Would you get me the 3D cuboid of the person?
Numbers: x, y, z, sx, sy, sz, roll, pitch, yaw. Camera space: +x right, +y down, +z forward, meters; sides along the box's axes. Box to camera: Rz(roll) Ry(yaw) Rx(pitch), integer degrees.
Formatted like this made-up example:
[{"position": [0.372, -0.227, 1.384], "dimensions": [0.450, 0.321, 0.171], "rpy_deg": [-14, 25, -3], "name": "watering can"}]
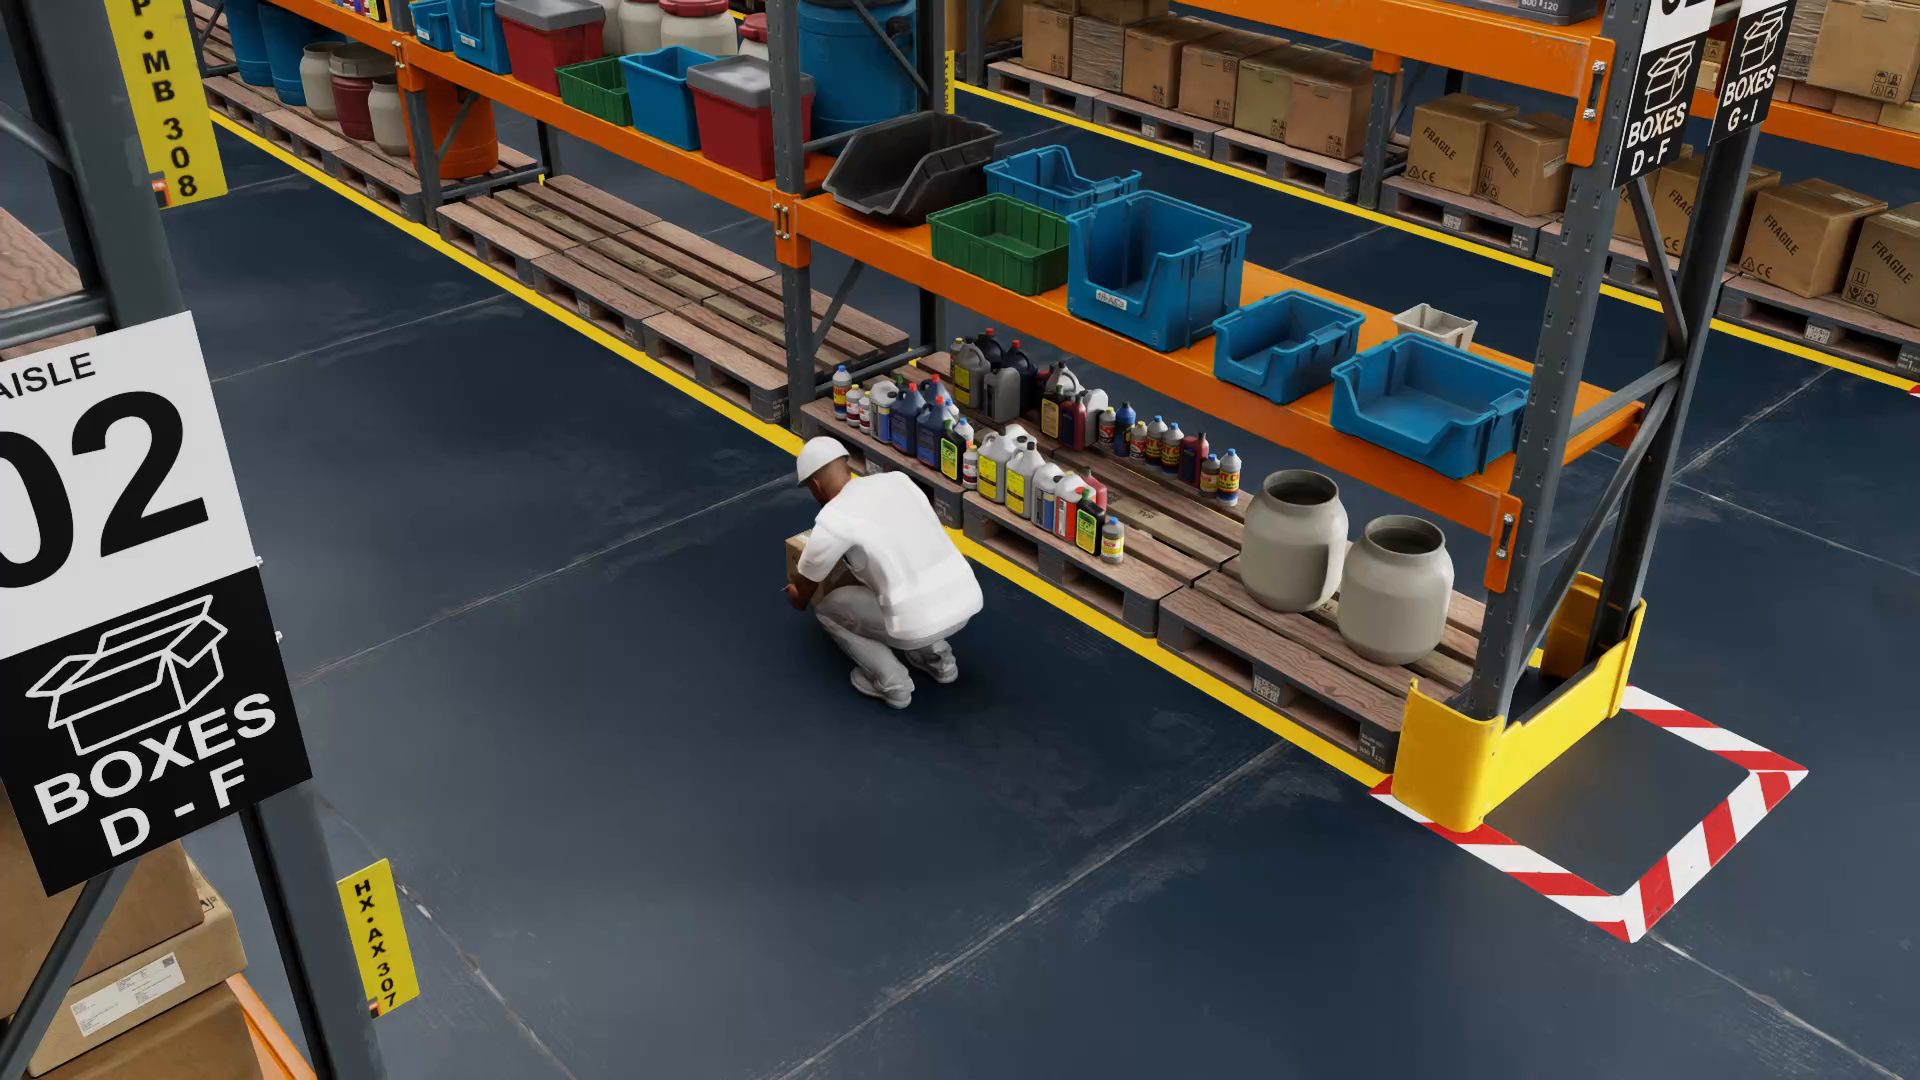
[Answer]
[{"position": [-0.339, 0.108, 6.681], "dimensions": [0.585, 0.995, 0.898], "rpy_deg": [-26, 40, -35], "name": "person"}]
